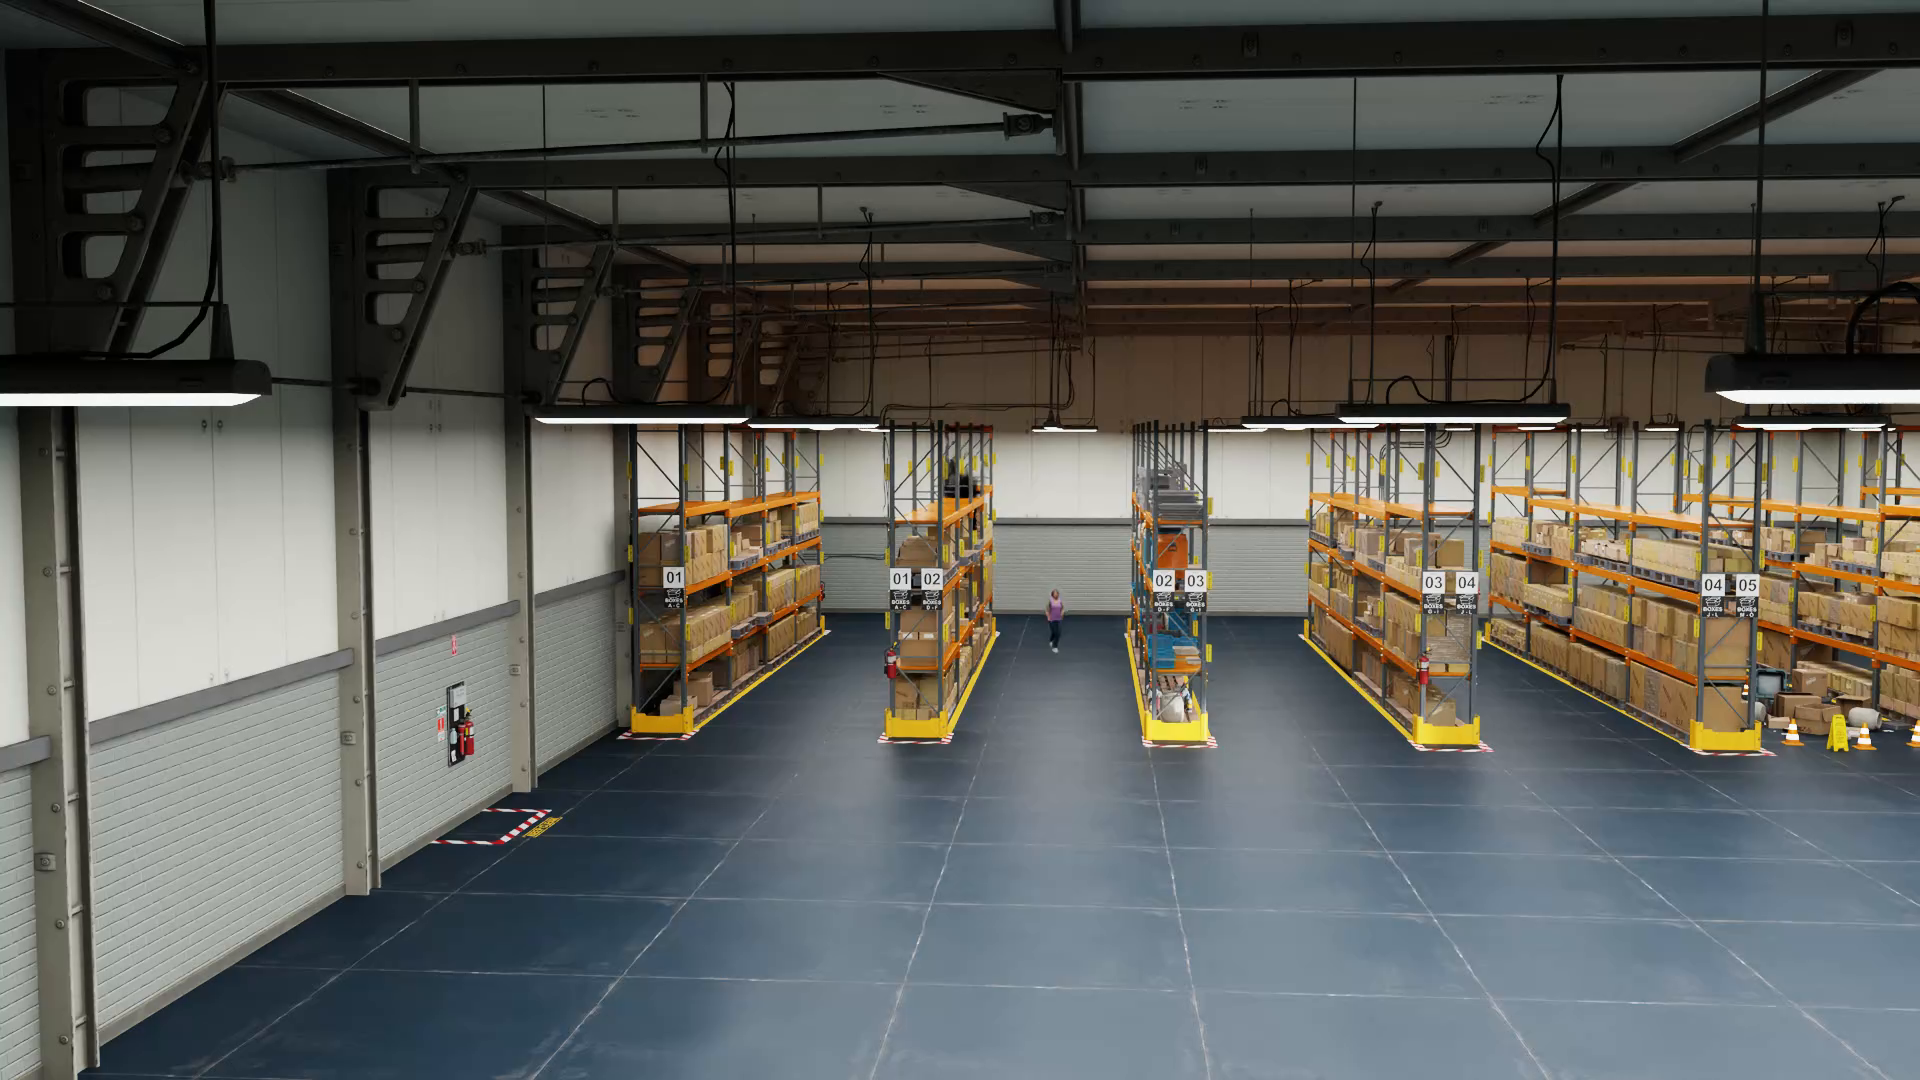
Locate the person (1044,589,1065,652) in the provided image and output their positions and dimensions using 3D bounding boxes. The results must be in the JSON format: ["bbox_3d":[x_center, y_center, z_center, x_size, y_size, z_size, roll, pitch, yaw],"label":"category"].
[{"bbox_3d":[2.390,2.023,41.682,0.538,1.563,0.487,-1,4,-12],"label":"person"}]

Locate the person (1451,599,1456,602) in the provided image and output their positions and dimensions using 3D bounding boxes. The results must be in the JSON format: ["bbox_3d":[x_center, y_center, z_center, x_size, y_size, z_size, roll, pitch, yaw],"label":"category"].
[{"bbox_3d":[13.302,2.077,43.890,0.678,1.828,0.775,0,4,6],"label":"person"}]
